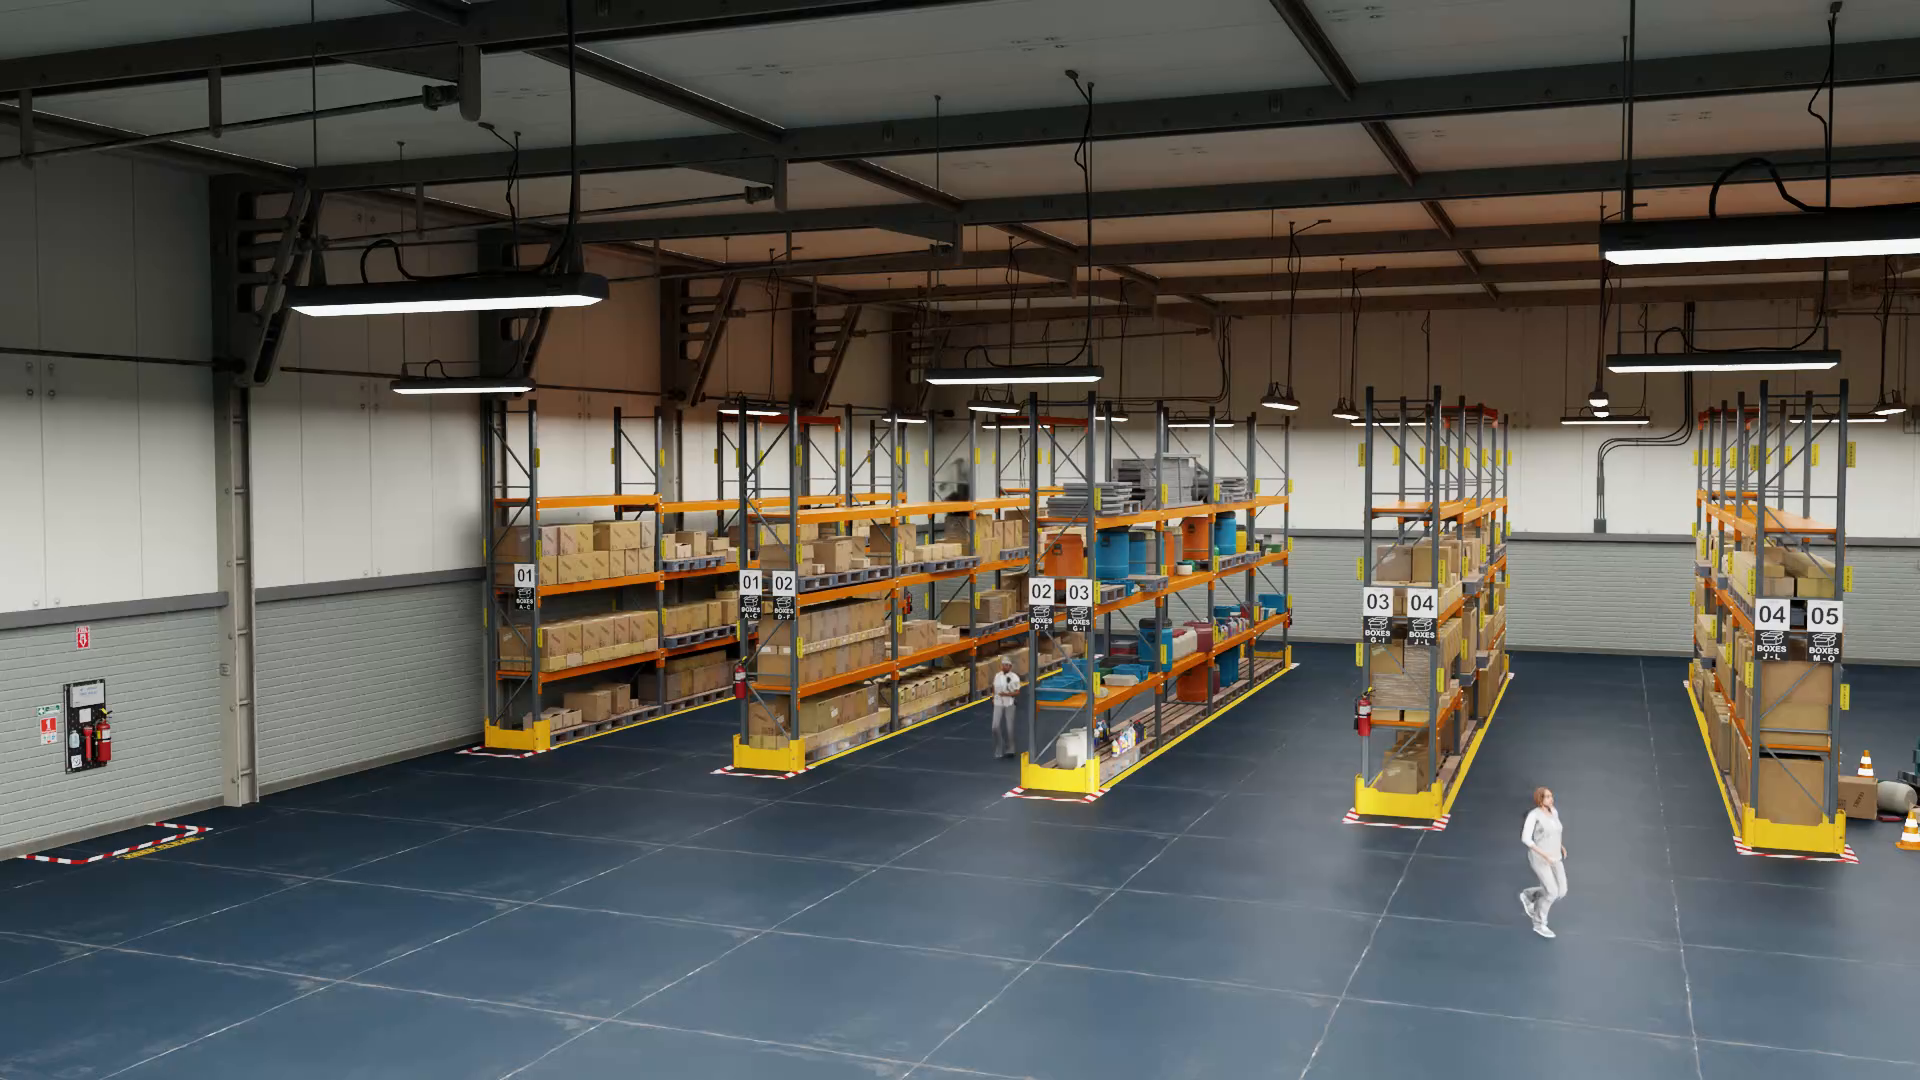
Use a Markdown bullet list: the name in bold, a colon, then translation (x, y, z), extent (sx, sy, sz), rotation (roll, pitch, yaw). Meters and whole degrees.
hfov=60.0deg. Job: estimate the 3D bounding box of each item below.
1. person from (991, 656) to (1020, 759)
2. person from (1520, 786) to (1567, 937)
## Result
- **person**: translation (0.737, 2.796, 27.715), extent (0.540, 1.724, 0.691), rotation (1, 3, 19)
- **person**: translation (6.126, 3.368, 17.519), extent (0.544, 1.567, 0.535), rotation (-2, 3, -32)
